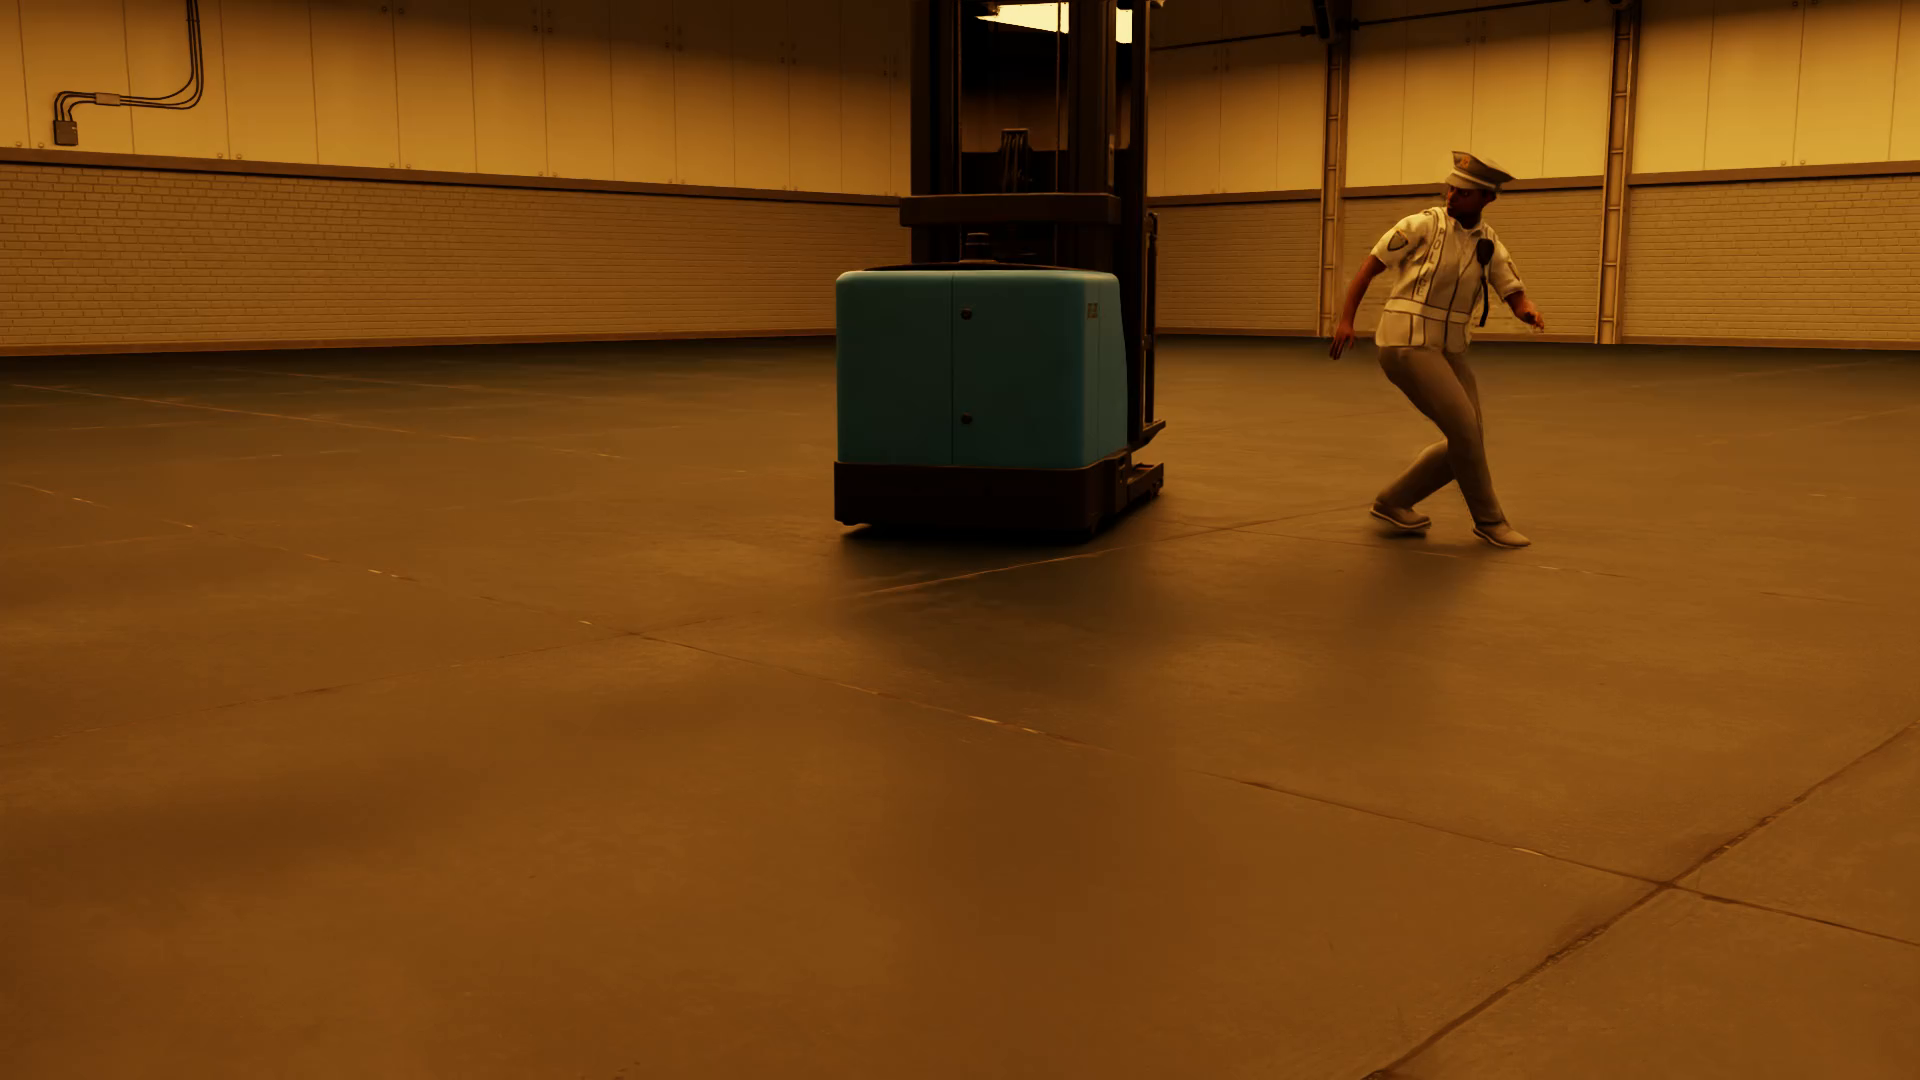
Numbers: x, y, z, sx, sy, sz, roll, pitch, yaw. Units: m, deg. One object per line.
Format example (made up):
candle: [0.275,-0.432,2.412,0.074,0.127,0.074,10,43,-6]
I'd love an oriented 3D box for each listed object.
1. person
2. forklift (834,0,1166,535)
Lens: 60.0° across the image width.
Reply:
person: [1.916,-0.747,6.593,0.725,1.562,0.794,-5,10,-30]
forklift: [0.377,-1.649,7.826,1.130,2.935,3.031,2,9,16]
